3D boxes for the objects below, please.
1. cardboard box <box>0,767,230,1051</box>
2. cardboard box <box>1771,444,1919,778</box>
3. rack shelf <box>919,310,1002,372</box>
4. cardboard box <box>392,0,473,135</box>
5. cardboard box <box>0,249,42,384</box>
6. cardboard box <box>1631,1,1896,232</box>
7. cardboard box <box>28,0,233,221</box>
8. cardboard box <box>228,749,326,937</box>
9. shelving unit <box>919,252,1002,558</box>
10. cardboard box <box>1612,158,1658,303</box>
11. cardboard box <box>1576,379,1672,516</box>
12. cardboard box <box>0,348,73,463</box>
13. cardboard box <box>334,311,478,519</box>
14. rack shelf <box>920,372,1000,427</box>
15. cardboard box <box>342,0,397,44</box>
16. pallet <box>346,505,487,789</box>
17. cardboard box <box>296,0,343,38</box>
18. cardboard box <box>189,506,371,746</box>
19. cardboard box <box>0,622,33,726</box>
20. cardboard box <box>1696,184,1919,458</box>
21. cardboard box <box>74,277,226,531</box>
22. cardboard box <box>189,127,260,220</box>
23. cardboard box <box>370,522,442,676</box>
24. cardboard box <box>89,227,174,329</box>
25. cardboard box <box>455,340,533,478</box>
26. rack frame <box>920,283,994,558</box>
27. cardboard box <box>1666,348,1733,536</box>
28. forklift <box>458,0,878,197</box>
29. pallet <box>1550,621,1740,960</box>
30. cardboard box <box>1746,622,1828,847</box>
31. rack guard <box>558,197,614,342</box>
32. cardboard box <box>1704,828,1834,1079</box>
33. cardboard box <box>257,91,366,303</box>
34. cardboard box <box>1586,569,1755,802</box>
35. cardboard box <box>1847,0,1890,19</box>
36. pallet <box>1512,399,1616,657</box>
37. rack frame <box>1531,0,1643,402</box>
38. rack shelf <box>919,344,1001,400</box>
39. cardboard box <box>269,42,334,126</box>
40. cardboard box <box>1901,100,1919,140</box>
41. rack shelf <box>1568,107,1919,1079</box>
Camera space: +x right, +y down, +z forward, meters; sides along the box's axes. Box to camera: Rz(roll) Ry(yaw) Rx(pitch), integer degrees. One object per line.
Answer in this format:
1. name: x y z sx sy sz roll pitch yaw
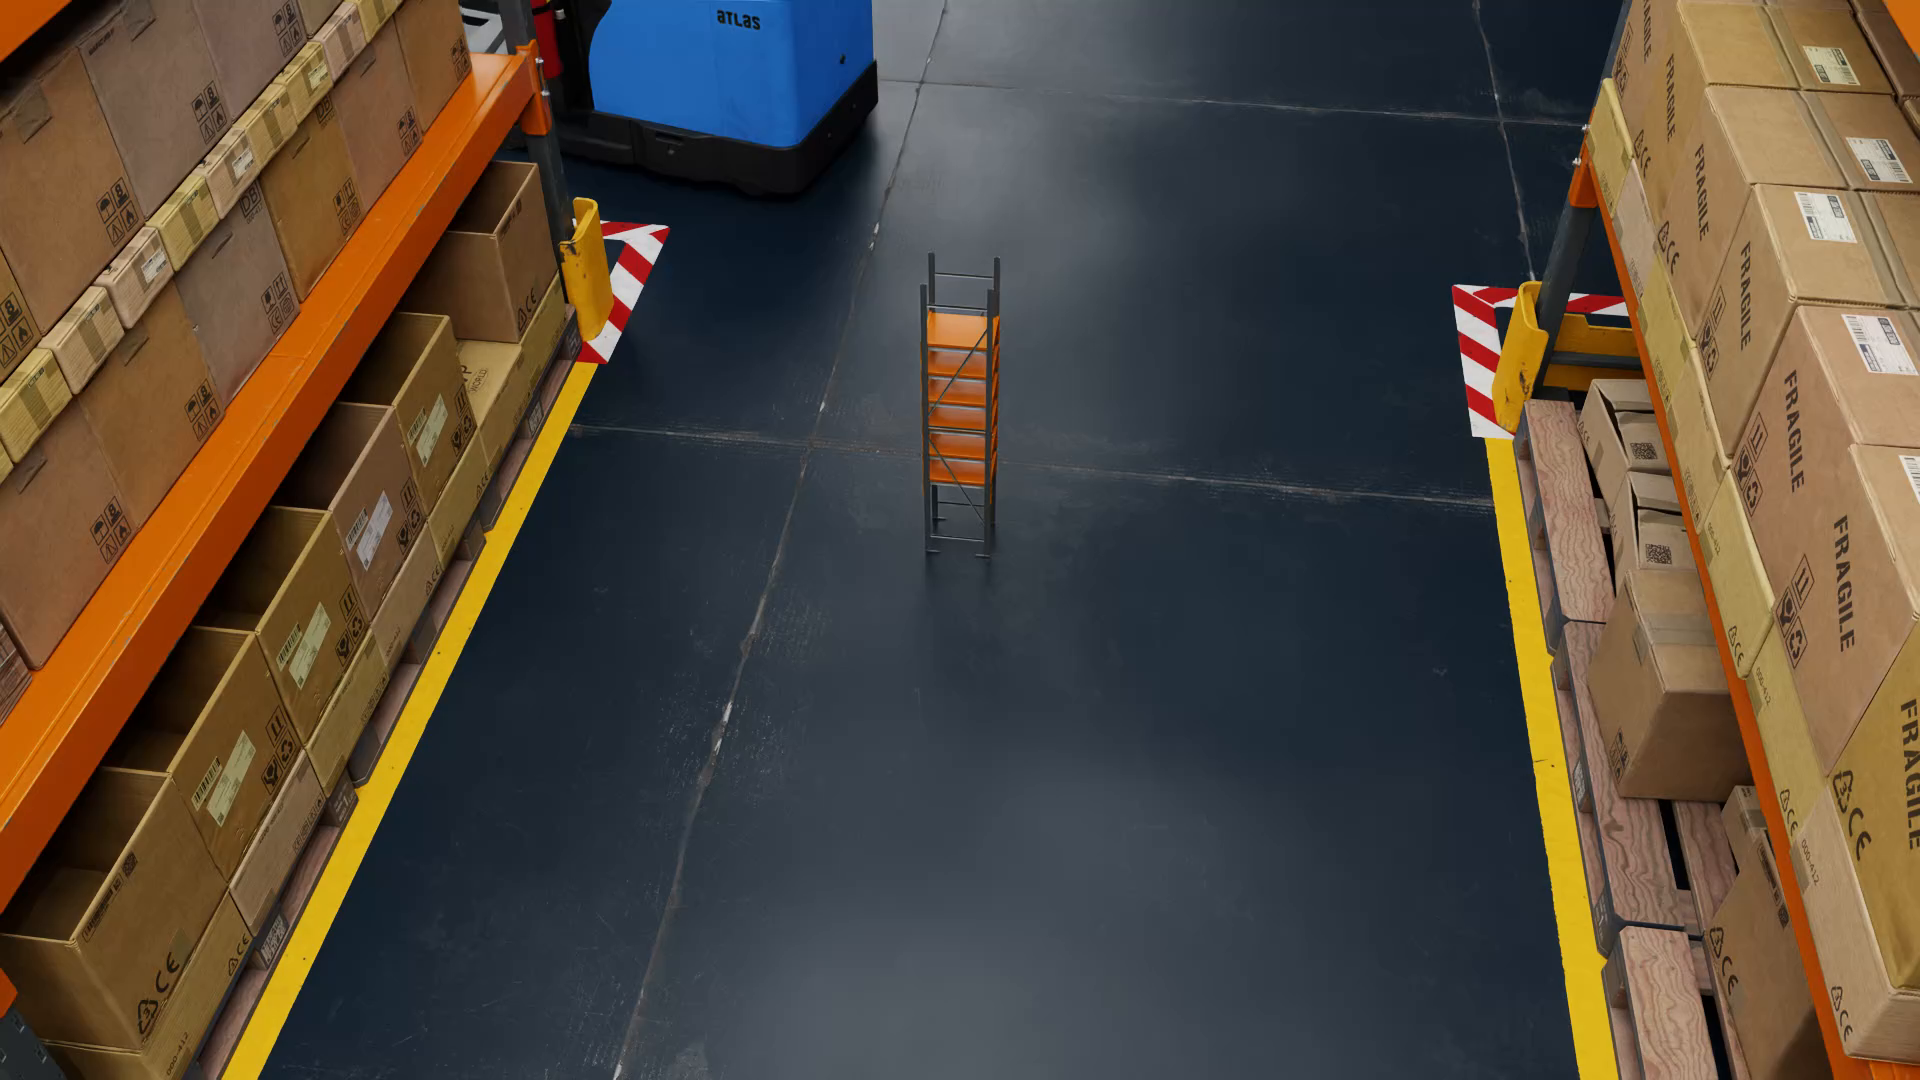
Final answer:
1. cardboard box: -2.283 0.923 4.243 0.500 0.500 0.500 5 44 6
2. cardboard box: 2.072 0.168 3.440 0.500 0.500 0.500 5 44 5
3. rack shelf: 0.002 -0.675 5.631 0.258 0.103 0.180 5 44 6
4. cardboard box: -2.200 -1.809 5.906 0.700 0.500 0.500 5 44 6
5. cardboard box: -2.537 -0.518 3.599 0.700 0.500 0.500 5 44 5
6. cardboard box: 2.349 -1.233 4.919 0.500 0.500 0.500 5 44 6
7. cardboard box: -2.403 -1.200 4.319 0.700 0.500 0.500 5 44 6
8. cardboard box: -2.222 0.854 4.861 0.500 0.250 0.500 5 44 6
9. shelving unit: 0.002 -0.446 5.848 0.258 1.200 0.189 5 44 6
10. cardboard box: 2.351 -0.936 5.151 0.500 0.250 0.500 4 44 4
11. cardboard box: 2.604 -0.362 6.086 0.500 0.311 0.500 1 43 1
12. cardboard box: -2.328 -0.327 3.869 0.380 0.149 0.250 5 44 5
13. cardboard box: -2.019 -0.440 5.682 0.500 0.500 0.500 5 44 6
14. rack shelf: 0.002 -0.500 5.796 0.258 0.103 0.180 5 44 6
15. cardboard box: -2.054 -1.731 5.352 0.380 0.149 0.250 5 44 5
16. pallet: -2.349 0.277 5.804 1.003 0.211 1.213 5 44 6
17. cardboard box: -2.271 -1.885 5.043 0.700 0.500 0.500 4 44 4
18. cardboard box: -2.151 0.241 4.963 0.500 0.500 0.500 5 44 6
19. cardboard box: -2.602 0.297 3.681 0.700 0.500 0.500 4 44 4
20. cardboard box: 2.218 -0.528 4.175 0.500 0.500 0.500 6 44 7
21. cardboard box: -2.469 -0.404 4.422 0.700 0.500 0.500 6 44 6
22. cardboard box: -2.190 -1.026 4.608 0.380 0.149 0.250 5 44 5
23. cardboard box: -2.090 0.172 5.581 0.500 0.250 0.500 5 44 6
24. cardboard box: -2.261 -0.679 4.241 0.380 0.149 0.250 4 44 4
25. cardboard box: -1.958 -0.509 6.301 0.500 0.250 0.500 5 44 6
26. rack frame: -0.010 -0.383 5.782 0.240 1.200 0.006 5 44 6
27. cardboard box: 2.209 -0.245 4.421 0.500 0.250 0.500 6 44 6
28. forklift: -1.991 -3.337 7.643 3.031 2.935 1.130 15 45 15
29. pallet: 2.469 0.802 5.249 1.003 0.211 1.213 5 44 6
30. cardboard box: 2.092 0.443 3.696 0.500 0.250 0.500 5 44 6
31. rack guard: -2.123 -1.198 7.152 1.175 0.500 0.348 5 44 6
32. cardboard box: 2.354 1.121 4.382 0.500 0.500 0.500 2 43 2
33. cardboard box: -2.336 -1.112 5.170 0.700 0.500 0.500 6 44 6
34. cardboard box: 2.382 0.454 5.087 0.700 0.500 0.500 3 44 3
35. cardboard box: 2.933 -1.526 5.229 0.500 0.500 0.500 5 44 5
36. pallet: 2.633 -0.027 6.125 1.003 0.211 1.213 5 44 6
37. rack frame: 2.785 -1.642 5.802 1.000 3.000 0.127 5 44 6
38. rack shelf: 0.002 -0.588 5.713 0.258 0.103 0.180 5 44 6
39. cardboard box: -2.124 -1.380 4.982 0.380 0.149 0.250 6 44 7
40. cardboard box: 2.793 -0.831 4.495 0.500 0.500 0.500 4 44 4
41. rack shelf: 2.521 -0.017 4.610 1.077 0.370 4.000 5 44 6
